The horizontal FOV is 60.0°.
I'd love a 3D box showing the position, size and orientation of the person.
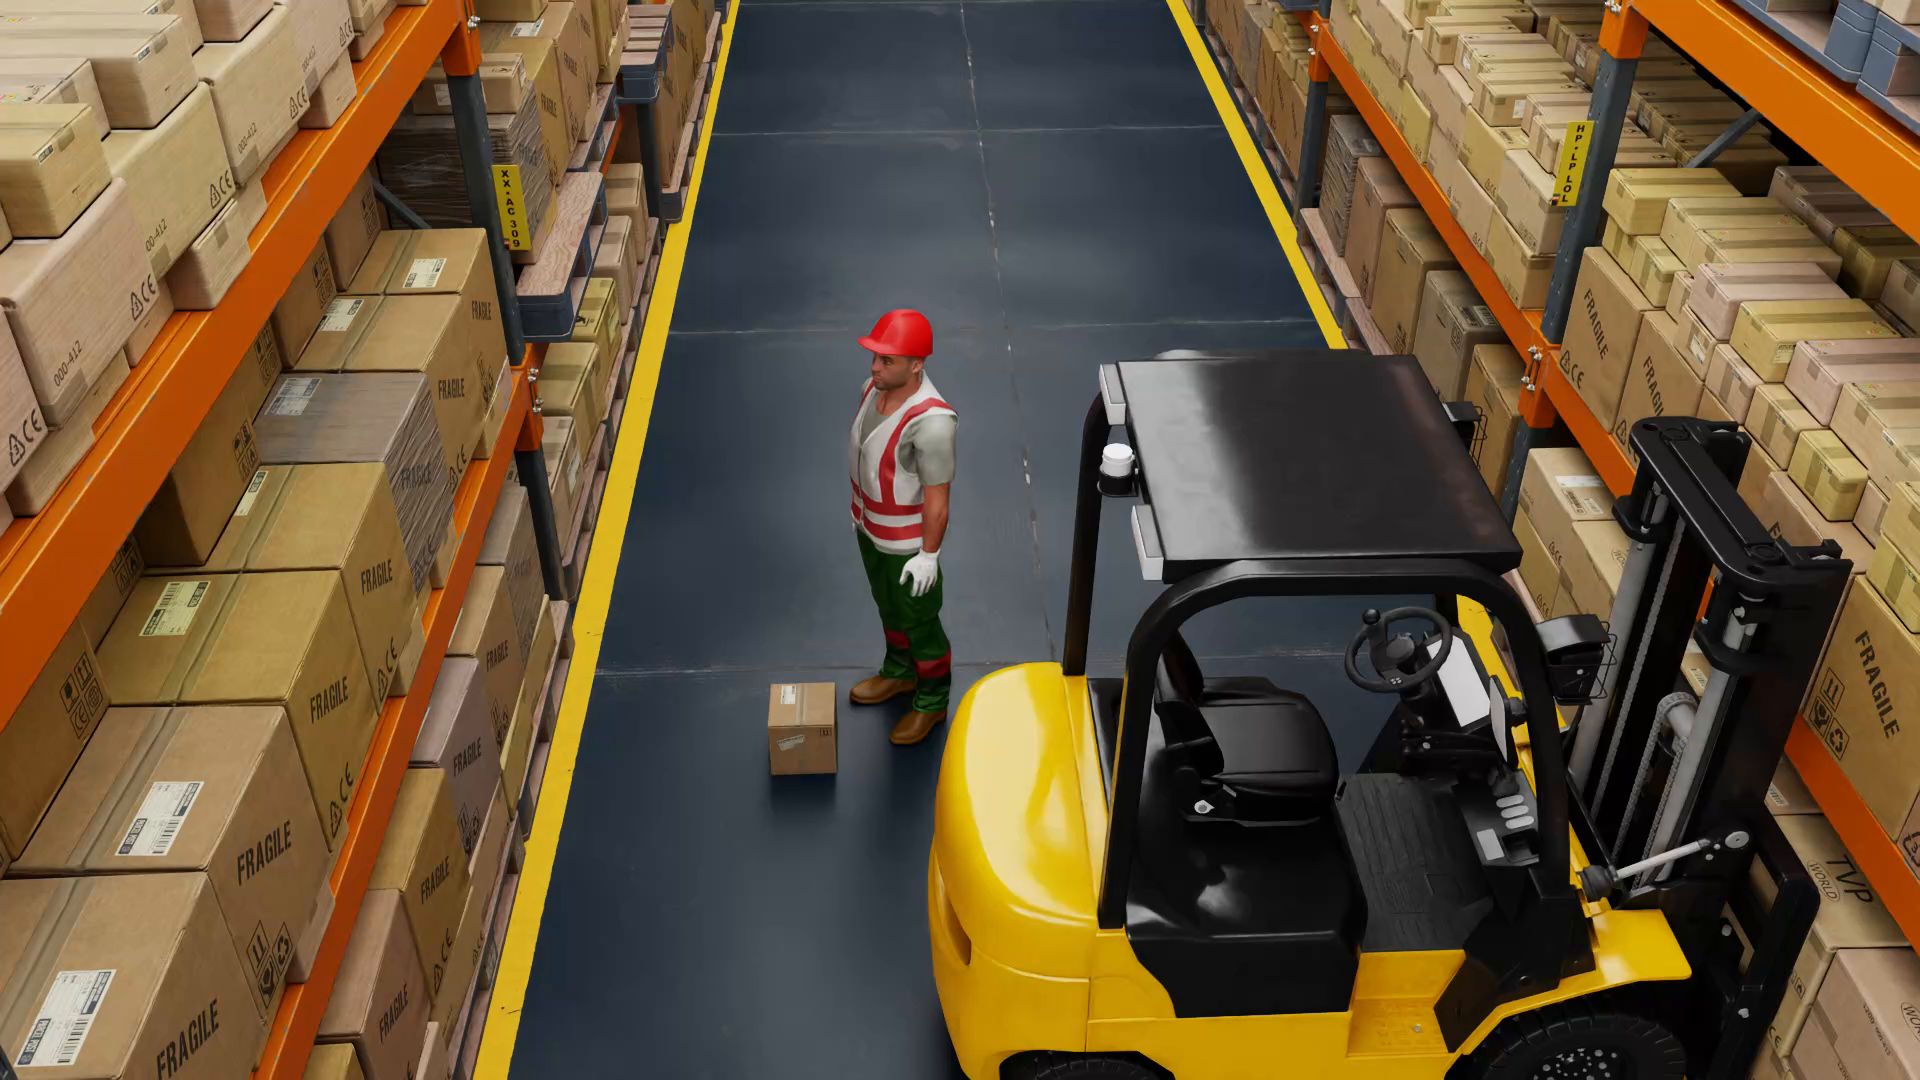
[{"bbox_3d":[-0.222,-0.039,6.170,0.322,1.790,0.523,-18,39,-24],"label":"person"}]
